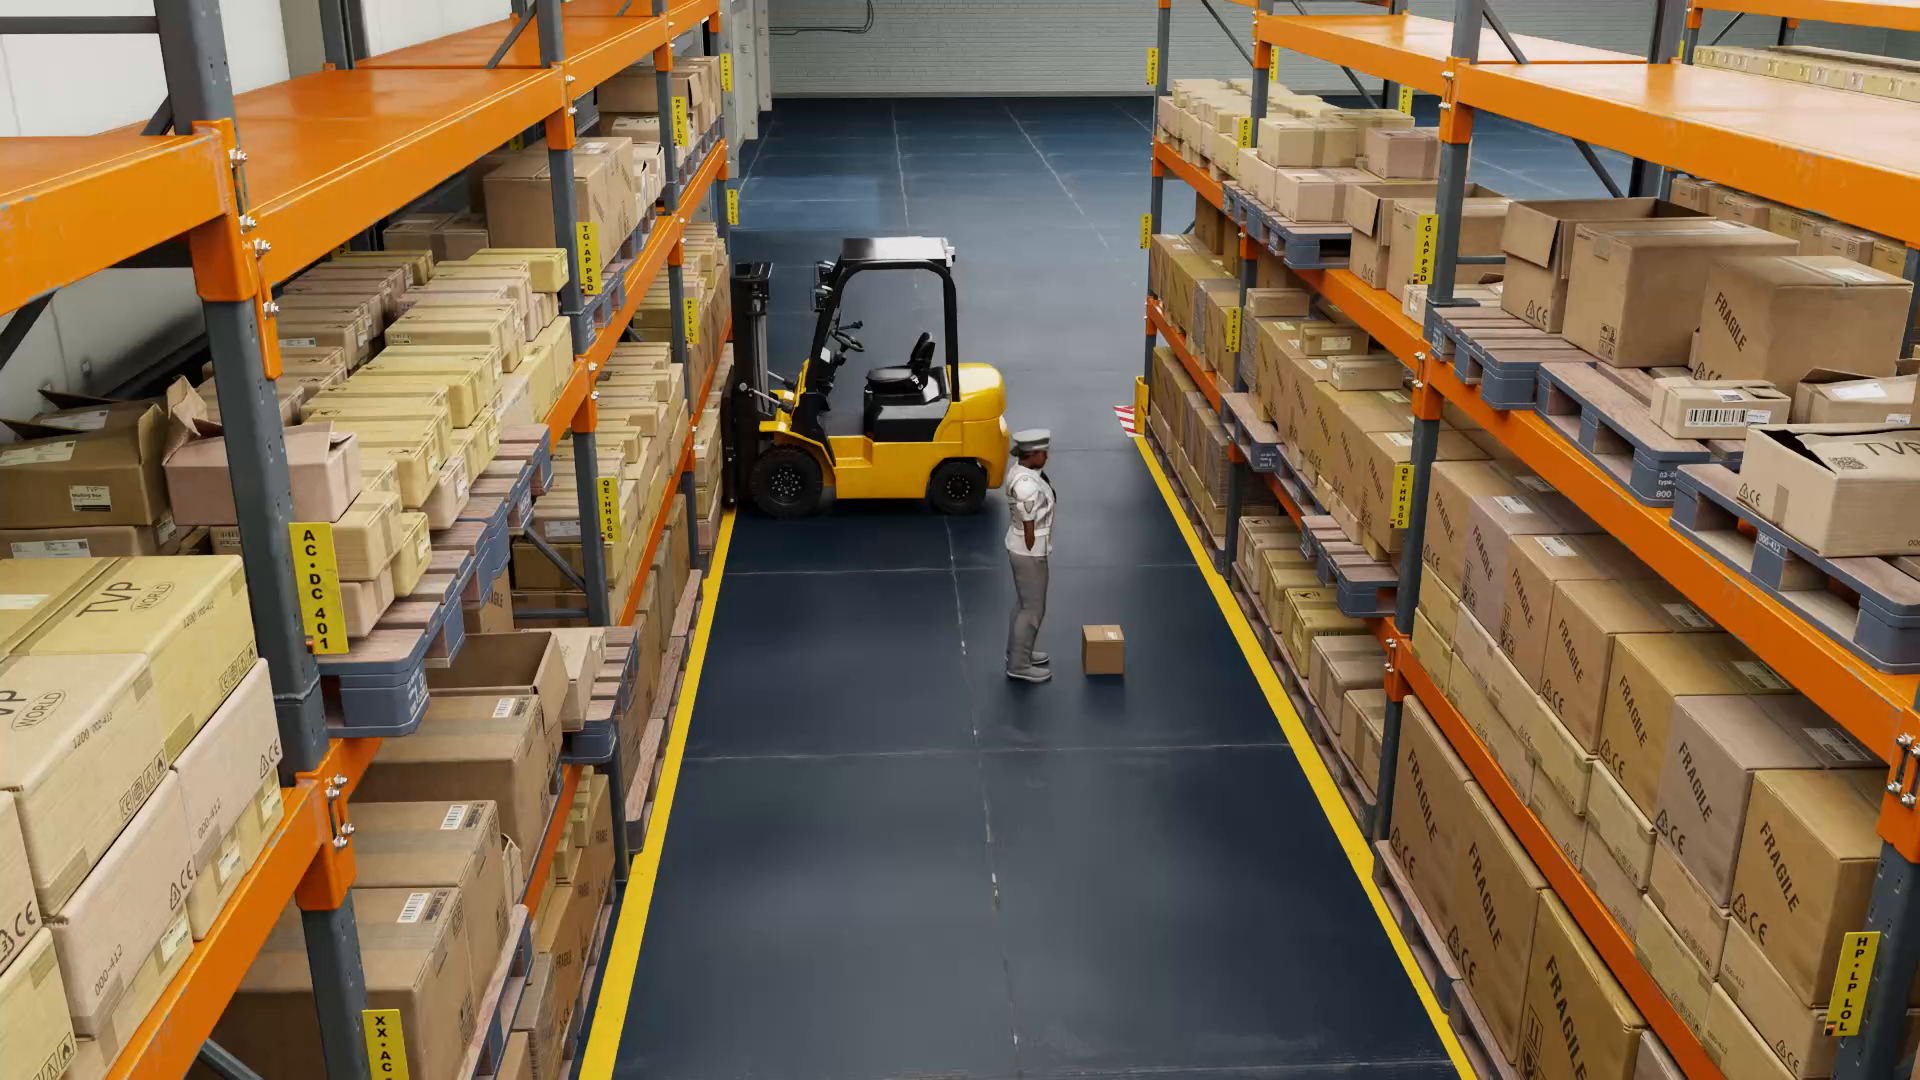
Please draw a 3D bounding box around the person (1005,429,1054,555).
[{"bbox_3d":[0.449,-0.233,10.753,0.318,0.984,0.434,-1,21,-2],"label":"person"}]
